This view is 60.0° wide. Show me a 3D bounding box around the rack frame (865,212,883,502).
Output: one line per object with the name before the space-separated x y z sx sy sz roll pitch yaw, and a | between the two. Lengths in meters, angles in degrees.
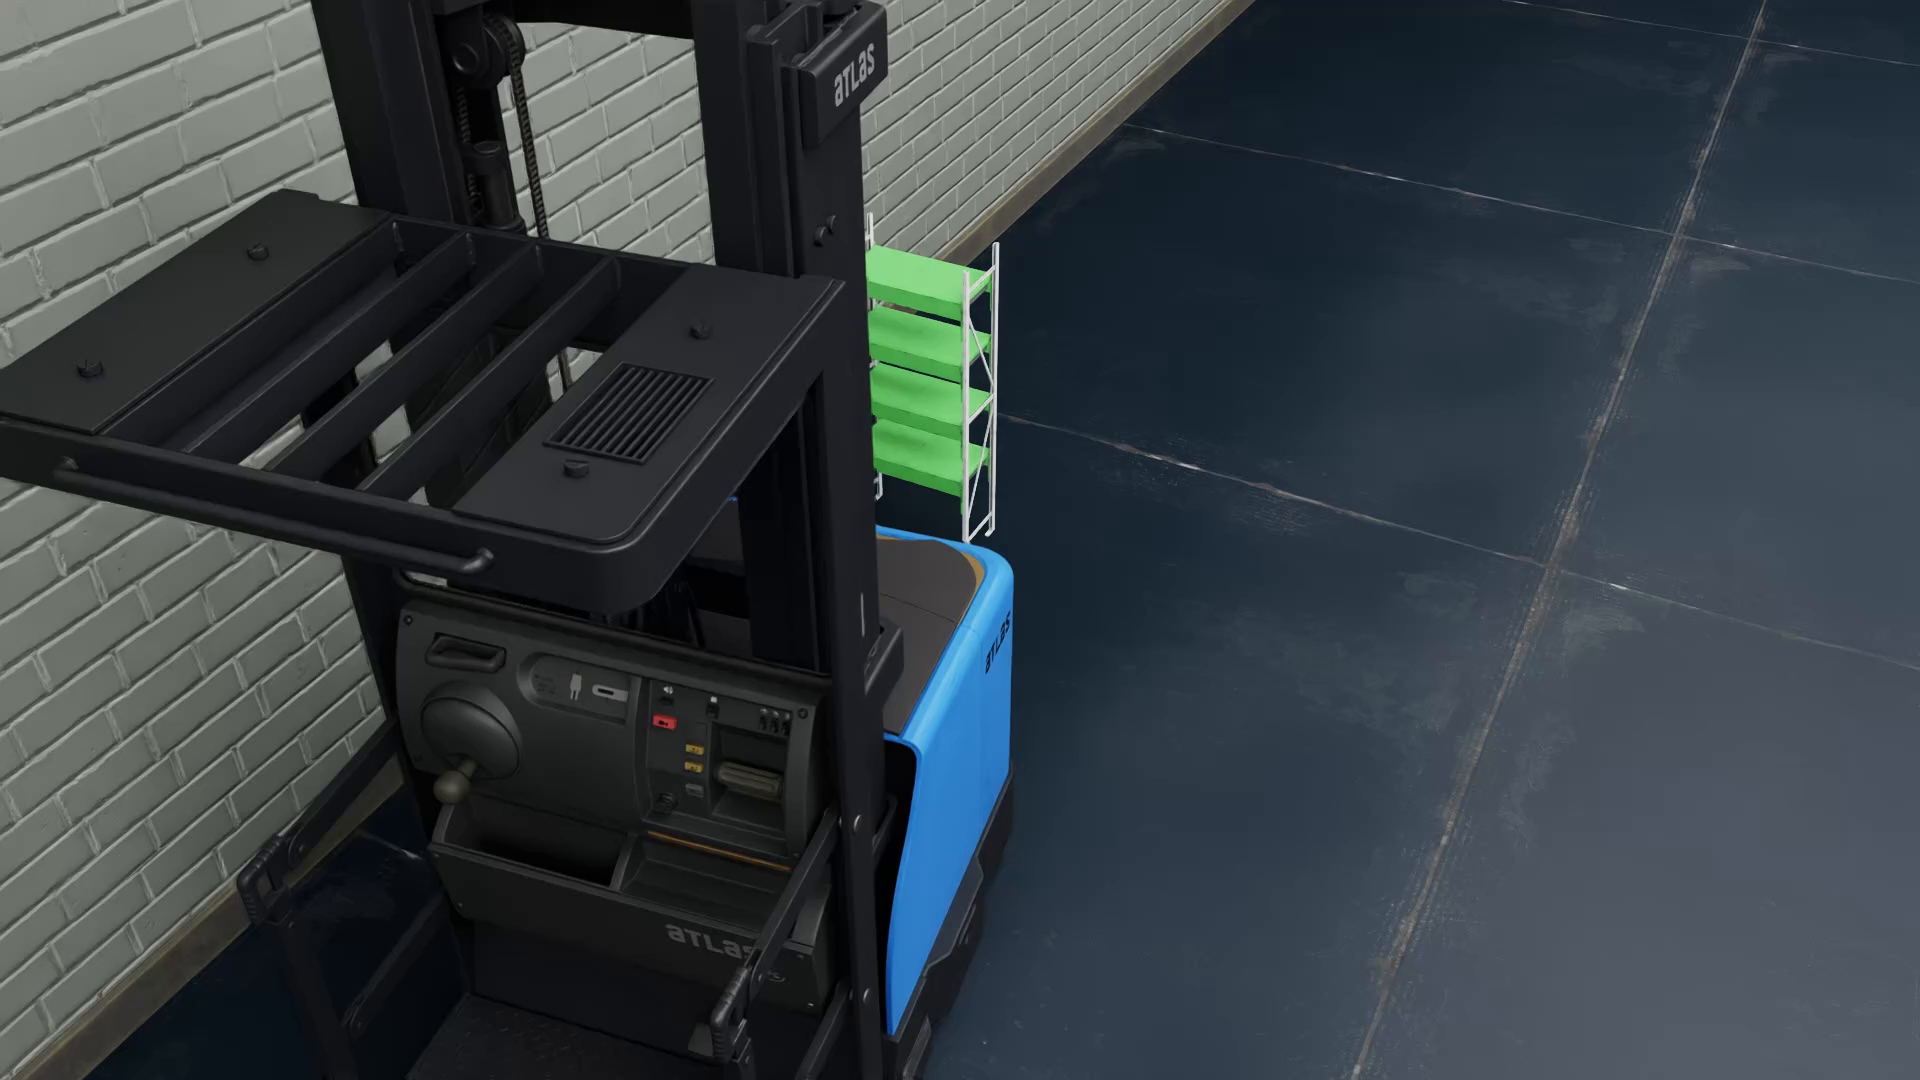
rack frame | -0.364 -0.592 6.037 0.015 1.200 0.240 17 41 21

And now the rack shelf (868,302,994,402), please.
rack shelf | -0.147 -0.664 5.841 0.480 0.148 0.258 17 41 21

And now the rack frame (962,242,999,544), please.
rack frame | 0.070 -0.456 5.858 0.015 1.200 0.240 17 41 21

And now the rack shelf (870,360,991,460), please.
rack shelf | -0.147 -0.473 5.987 0.480 0.148 0.258 17 41 21

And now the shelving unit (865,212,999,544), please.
shelving unit | -0.147 -0.524 5.948 0.503 1.200 0.258 17 41 21

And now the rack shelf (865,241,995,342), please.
rack shelf | -0.147 -0.855 5.696 0.480 0.148 0.258 17 41 21

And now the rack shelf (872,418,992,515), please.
rack shelf | -0.147 -0.282 6.132 0.480 0.148 0.258 17 41 21

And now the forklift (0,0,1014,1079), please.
forklift | -0.794 0.470 3.207 1.130 2.935 3.031 11 39 15
